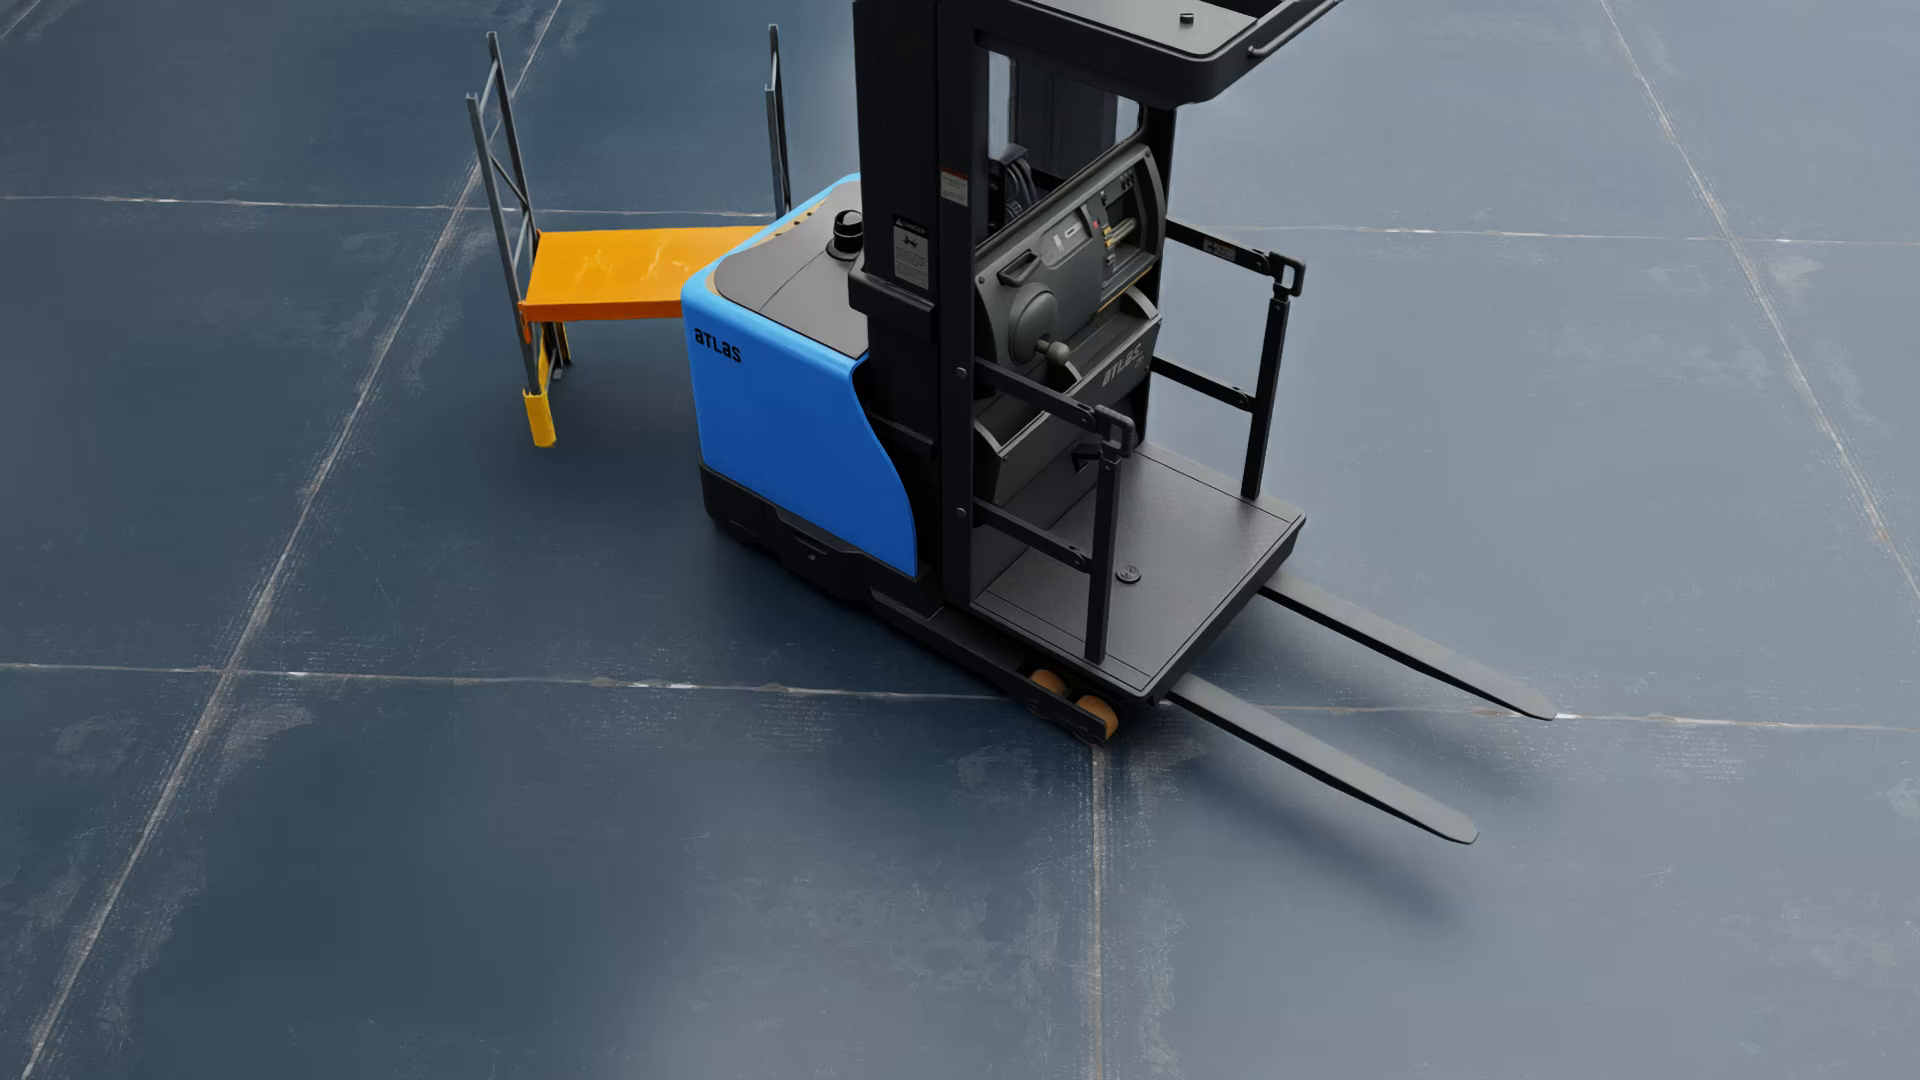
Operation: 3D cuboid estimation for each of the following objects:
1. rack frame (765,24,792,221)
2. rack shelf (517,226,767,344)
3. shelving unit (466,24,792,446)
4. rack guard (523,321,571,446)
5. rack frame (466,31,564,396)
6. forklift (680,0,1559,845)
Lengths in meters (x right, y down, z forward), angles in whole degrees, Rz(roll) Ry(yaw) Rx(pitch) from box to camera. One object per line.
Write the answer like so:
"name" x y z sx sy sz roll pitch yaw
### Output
"rack frame" -0.667 -1.163 6.398 0.032 1.500 0.500 -2 43 -2
"rack shelf" -1.175 -1.012 6.500 1.000 0.185 0.538 -2 43 -2
"shelving unit" -1.184 -1.143 6.377 1.083 1.500 0.587 -2 43 -2
"rack guard" -1.681 -0.667 6.783 0.087 0.250 0.587 -2 43 -2
"rack frame" -1.682 -1.124 6.357 0.032 1.500 0.500 -2 43 -2
"forklift" 0.516 -0.806 4.965 3.031 2.935 1.130 27 49 26
